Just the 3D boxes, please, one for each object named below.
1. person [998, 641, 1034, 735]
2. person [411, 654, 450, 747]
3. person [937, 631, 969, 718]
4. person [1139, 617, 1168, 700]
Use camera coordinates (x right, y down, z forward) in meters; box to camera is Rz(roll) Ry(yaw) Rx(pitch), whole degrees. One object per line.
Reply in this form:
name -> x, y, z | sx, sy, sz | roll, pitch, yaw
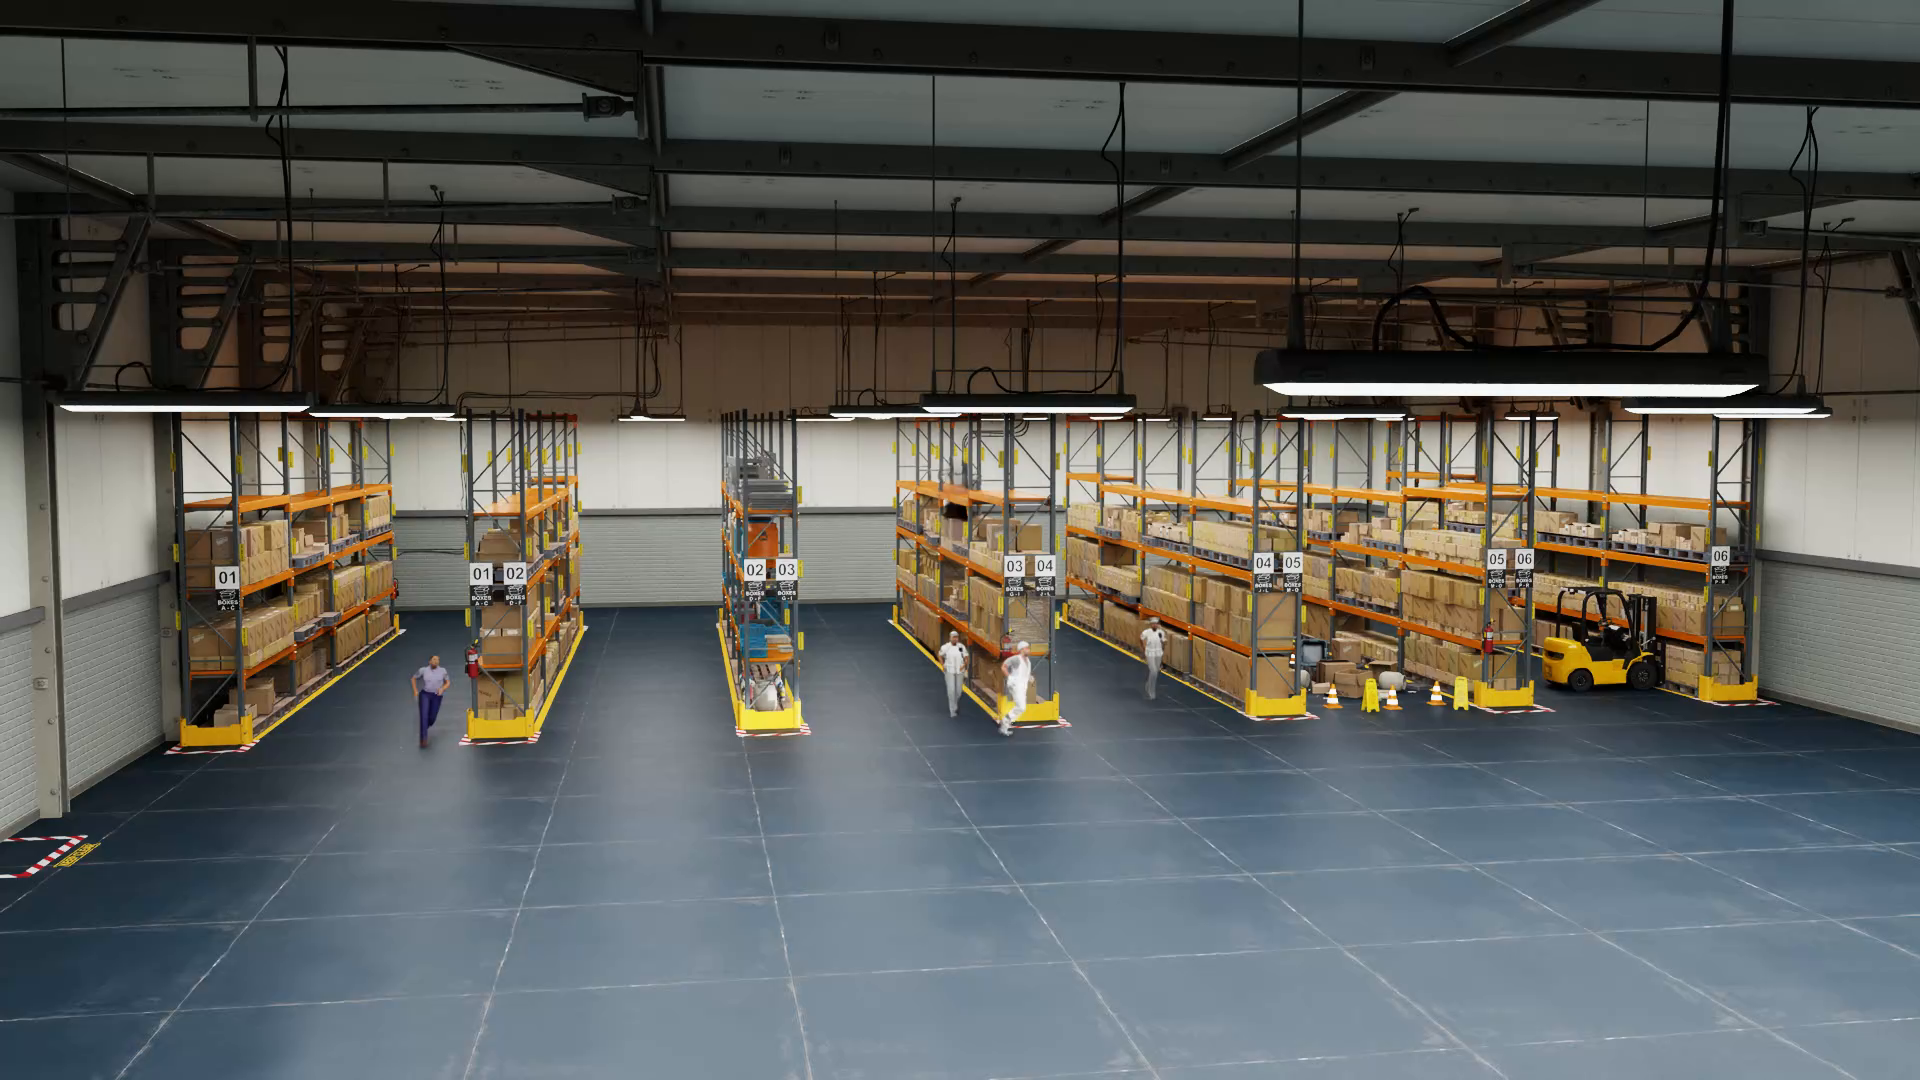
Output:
person -> 1.090, 2.717, 30.601 | 0.579, 1.696, 0.723 | 3, 5, 35
person -> -9.479, 2.848, 29.811 | 0.649, 1.604, 0.819 | -2, 4, -27
person -> -0.121, 2.627, 32.798 | 0.623, 1.662, 0.763 | -1, 4, -10
person -> 4.067, 2.473, 34.791 | 0.546, 1.758, 0.756 | -1, 4, -15
